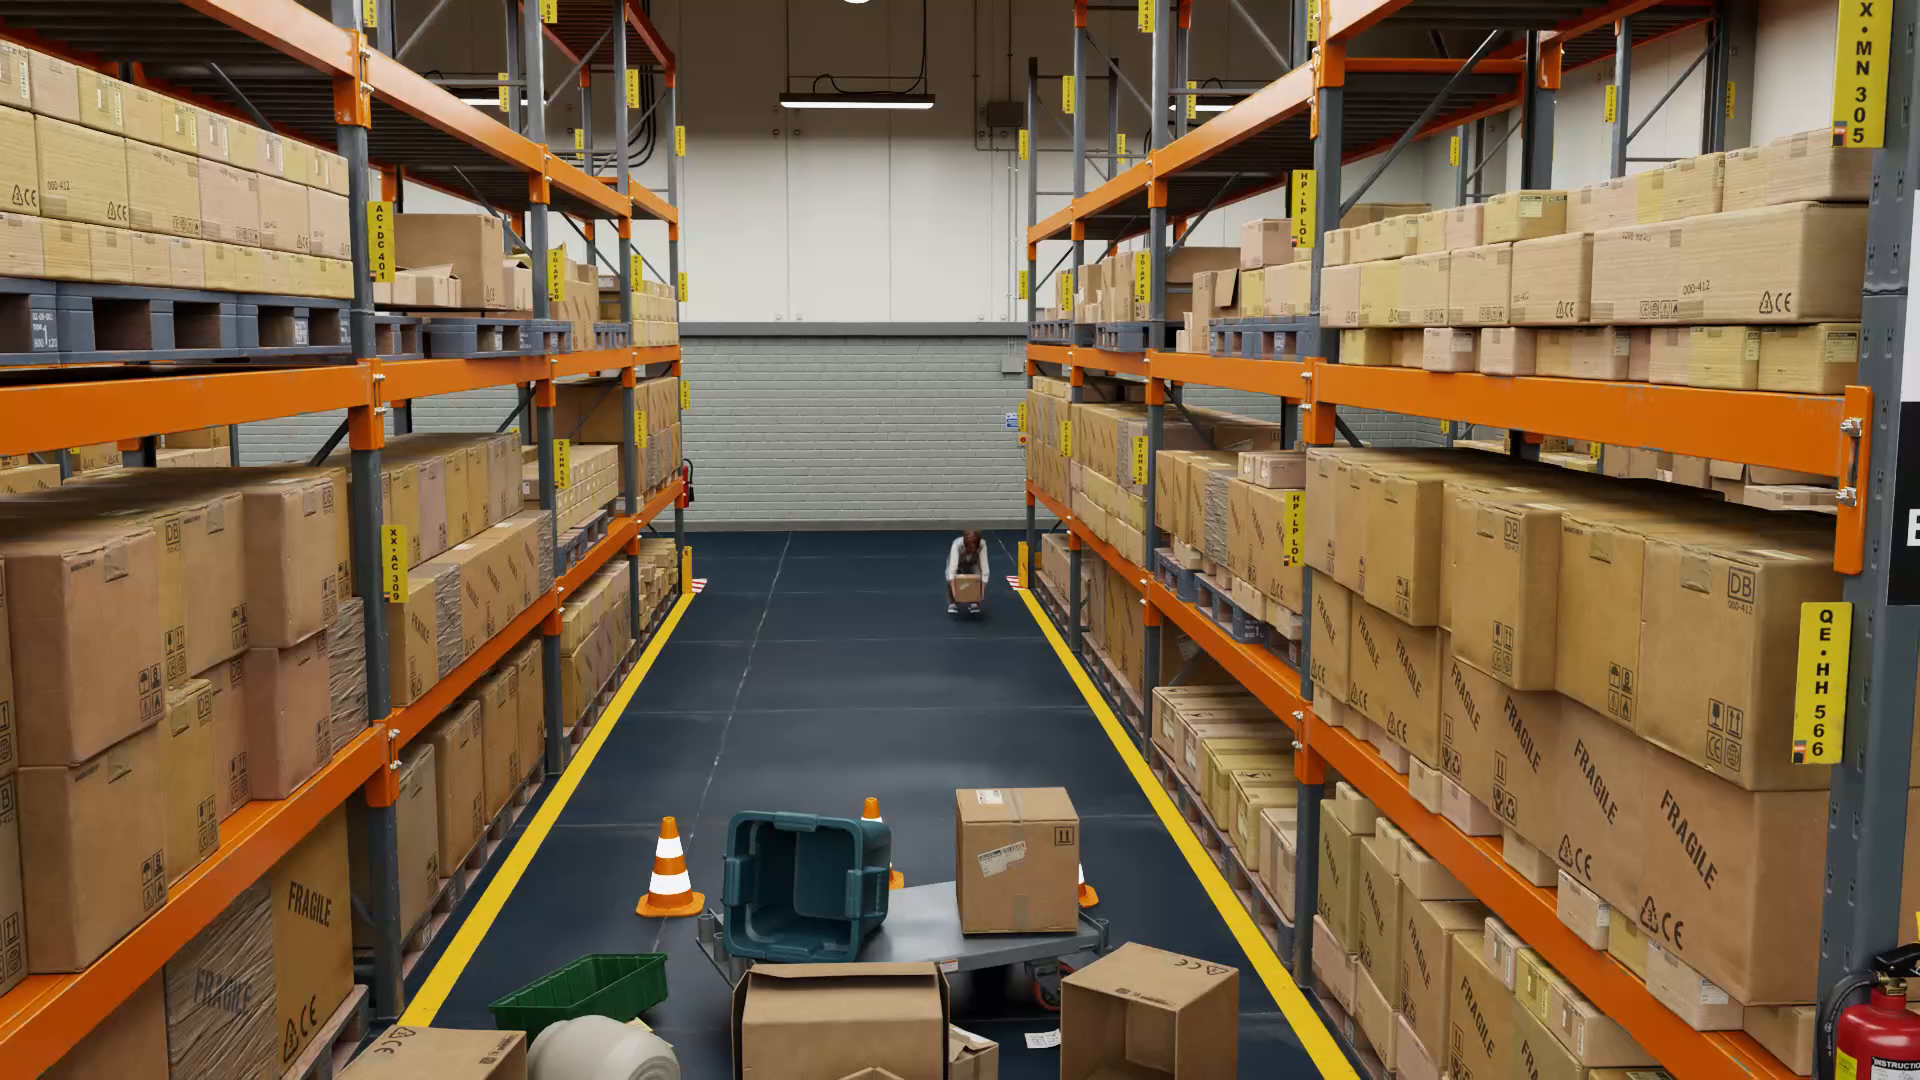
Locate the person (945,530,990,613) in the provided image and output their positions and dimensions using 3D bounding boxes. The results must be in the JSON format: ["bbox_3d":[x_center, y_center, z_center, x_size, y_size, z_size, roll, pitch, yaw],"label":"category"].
[{"bbox_3d":[0.069,0.326,17.492,0.447,0.907,0.807,0,7,-4],"label":"person"}]
